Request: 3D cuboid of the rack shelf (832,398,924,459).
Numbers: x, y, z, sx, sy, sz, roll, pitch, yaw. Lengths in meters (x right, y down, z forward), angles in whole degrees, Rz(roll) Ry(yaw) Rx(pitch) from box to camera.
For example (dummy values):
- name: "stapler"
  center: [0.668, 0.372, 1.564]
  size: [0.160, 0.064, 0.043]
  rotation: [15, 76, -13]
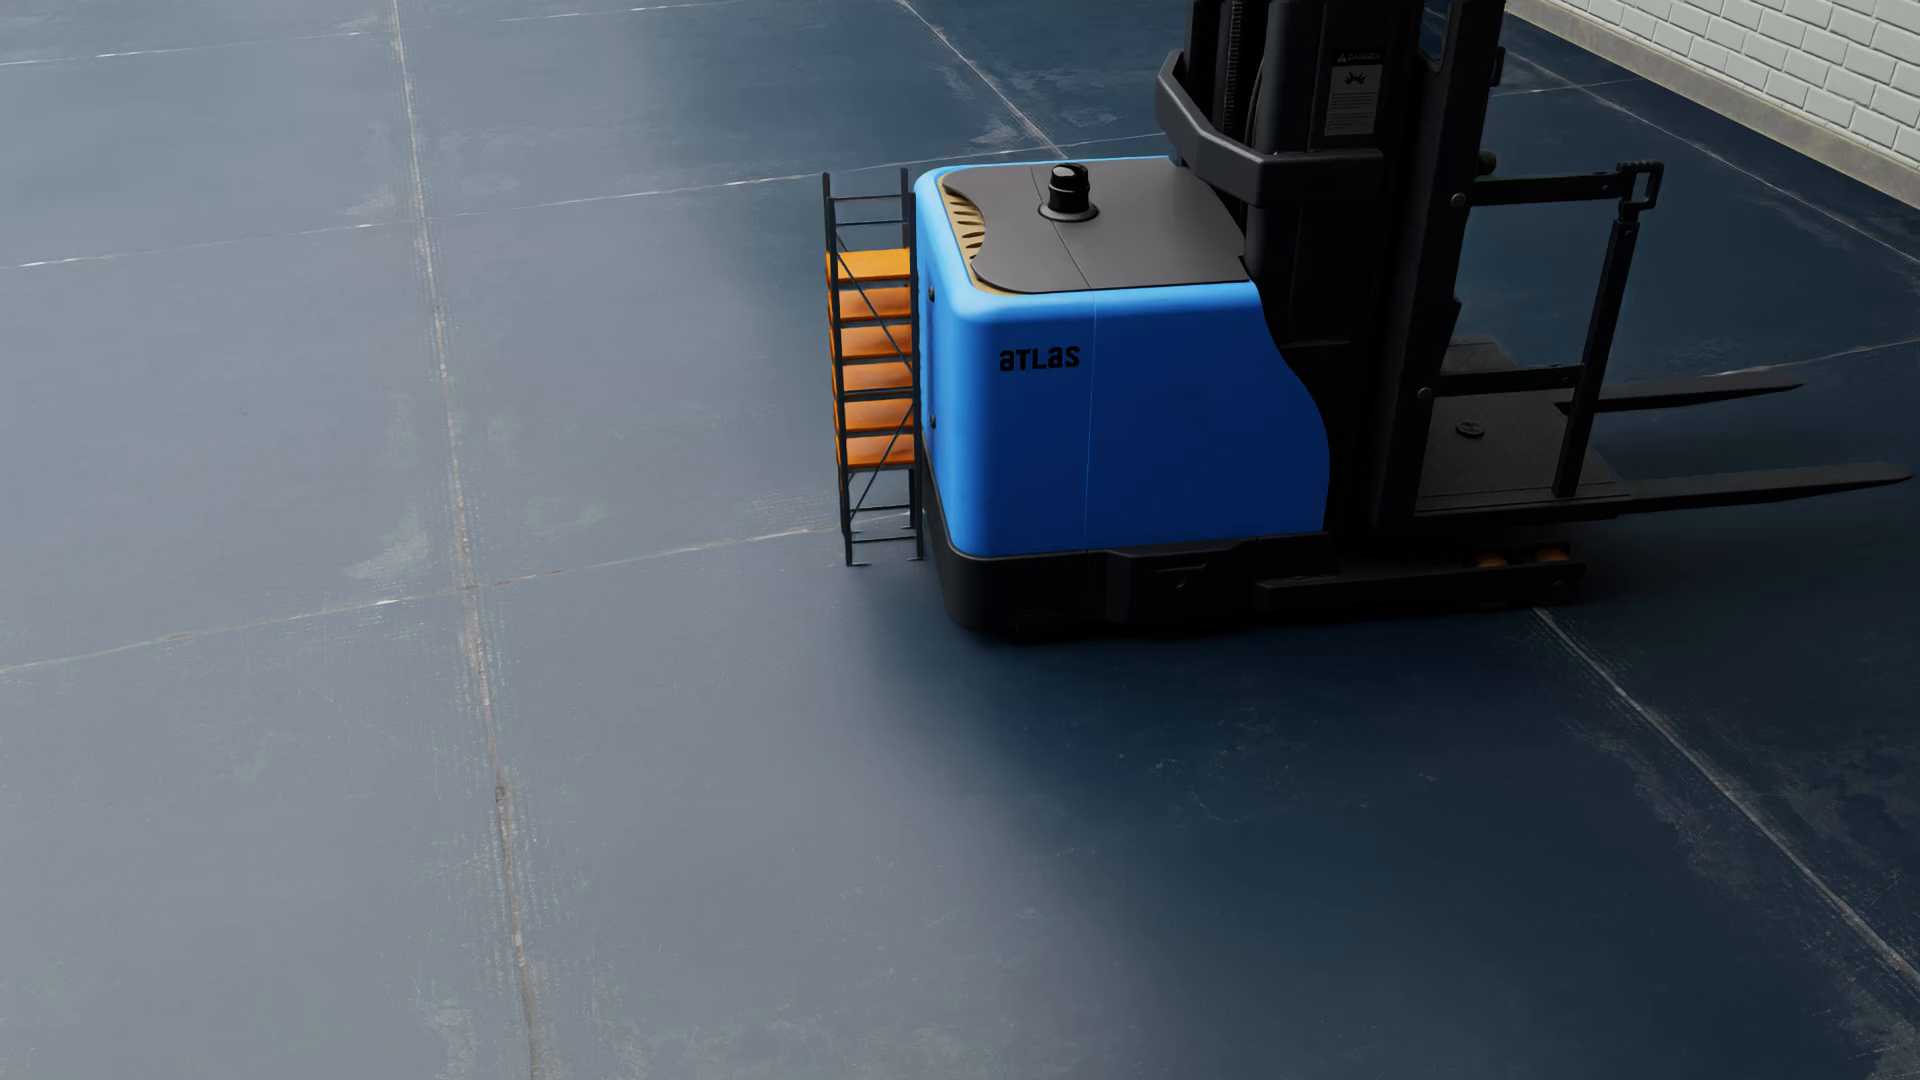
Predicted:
- name: "rack shelf"
  center: [-0.247, -0.343, 4.977]
  size: [0.258, 0.103, 0.180]
  rotation: [-5, 34, -6]

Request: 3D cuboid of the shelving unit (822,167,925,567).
- name: "shelving unit"
  center: [-0.248, -0.480, 4.886]
  size: [0.258, 1.200, 0.189]
  rotation: [-5, 34, -6]

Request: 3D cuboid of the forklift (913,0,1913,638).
- name: "forklift"
  center: [1.407, -1.302, 4.561]
  size: [3.031, 2.935, 1.130]
  rotation: [-4, 34, -7]

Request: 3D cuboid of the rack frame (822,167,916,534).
- name: "rack frame"
  center: [-0.261, -0.530, 4.962]
  size: [0.240, 1.200, 0.006]
  rotation: [-5, 34, -6]

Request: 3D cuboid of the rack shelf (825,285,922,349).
- name: "rack shelf"
  center: [-0.249, -0.643, 4.778]
  size: [0.258, 0.103, 0.180]
  rotation: [-5, 34, -6]

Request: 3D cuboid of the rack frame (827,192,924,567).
- name: "rack frame"
  center: [-0.235, -0.430, 4.810]
  size: [0.240, 1.200, 0.006]
  rotation: [-5, 34, -6]

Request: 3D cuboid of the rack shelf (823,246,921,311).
- name: "rack shelf"
  center: [-0.250, -0.743, 4.712]
  size: [0.258, 0.103, 0.180]
  rotation: [-5, 34, -6]

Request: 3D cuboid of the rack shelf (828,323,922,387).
- name: "rack shelf"
  center: [-0.249, -0.543, 4.844]
  size: [0.258, 0.103, 0.180]
  rotation: [-5, 34, -6]

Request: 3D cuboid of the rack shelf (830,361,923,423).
- name: "rack shelf"
  center: [-0.248, -0.443, 4.911]
  size: [0.258, 0.103, 0.180]
  rotation: [-5, 34, -6]

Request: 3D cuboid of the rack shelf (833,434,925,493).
- name: "rack shelf"
  center: [-0.246, -0.242, 5.043]
  size: [0.258, 0.103, 0.180]
  rotation: [-5, 34, -6]
